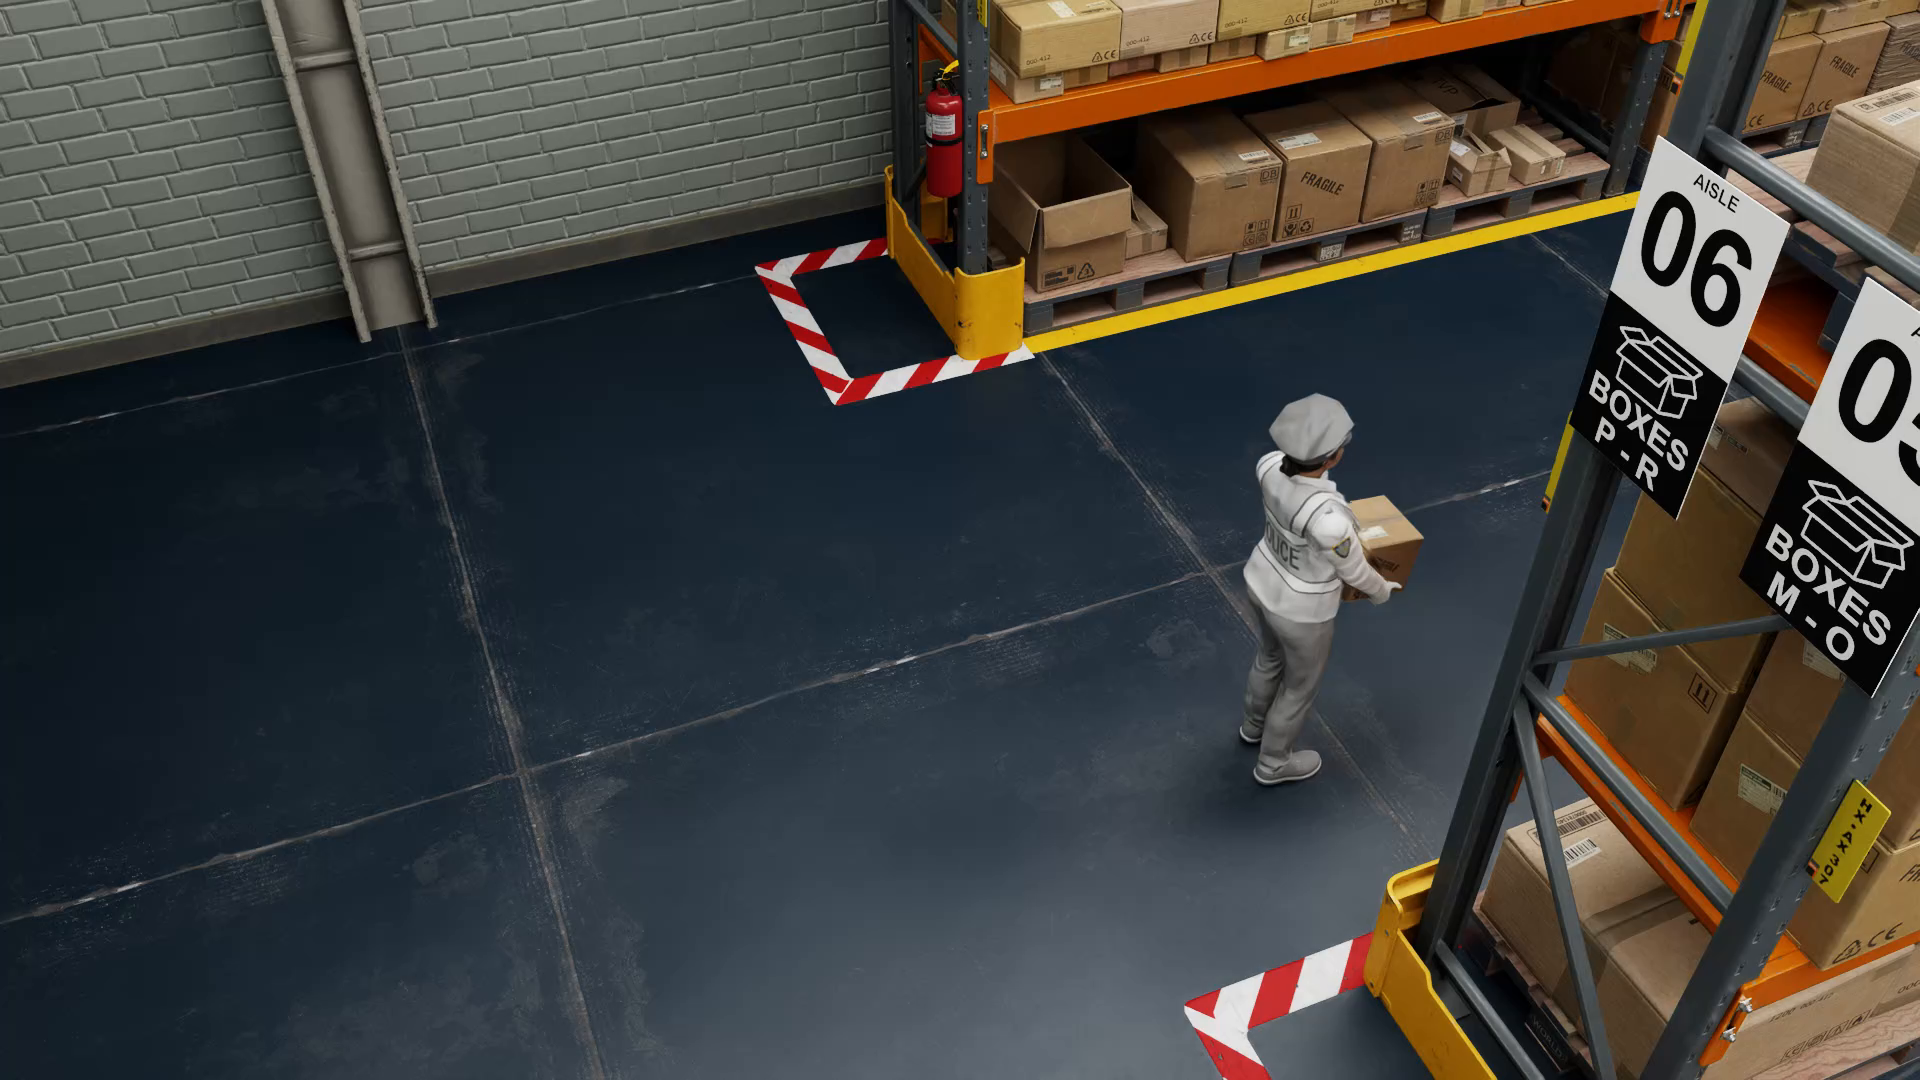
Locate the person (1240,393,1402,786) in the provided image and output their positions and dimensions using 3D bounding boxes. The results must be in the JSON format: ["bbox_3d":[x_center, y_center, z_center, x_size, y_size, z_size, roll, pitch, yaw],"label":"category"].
[{"bbox_3d":[1.271,0.177,5.948,0.525,1.691,0.435,-16,44,-17],"label":"person"}]
